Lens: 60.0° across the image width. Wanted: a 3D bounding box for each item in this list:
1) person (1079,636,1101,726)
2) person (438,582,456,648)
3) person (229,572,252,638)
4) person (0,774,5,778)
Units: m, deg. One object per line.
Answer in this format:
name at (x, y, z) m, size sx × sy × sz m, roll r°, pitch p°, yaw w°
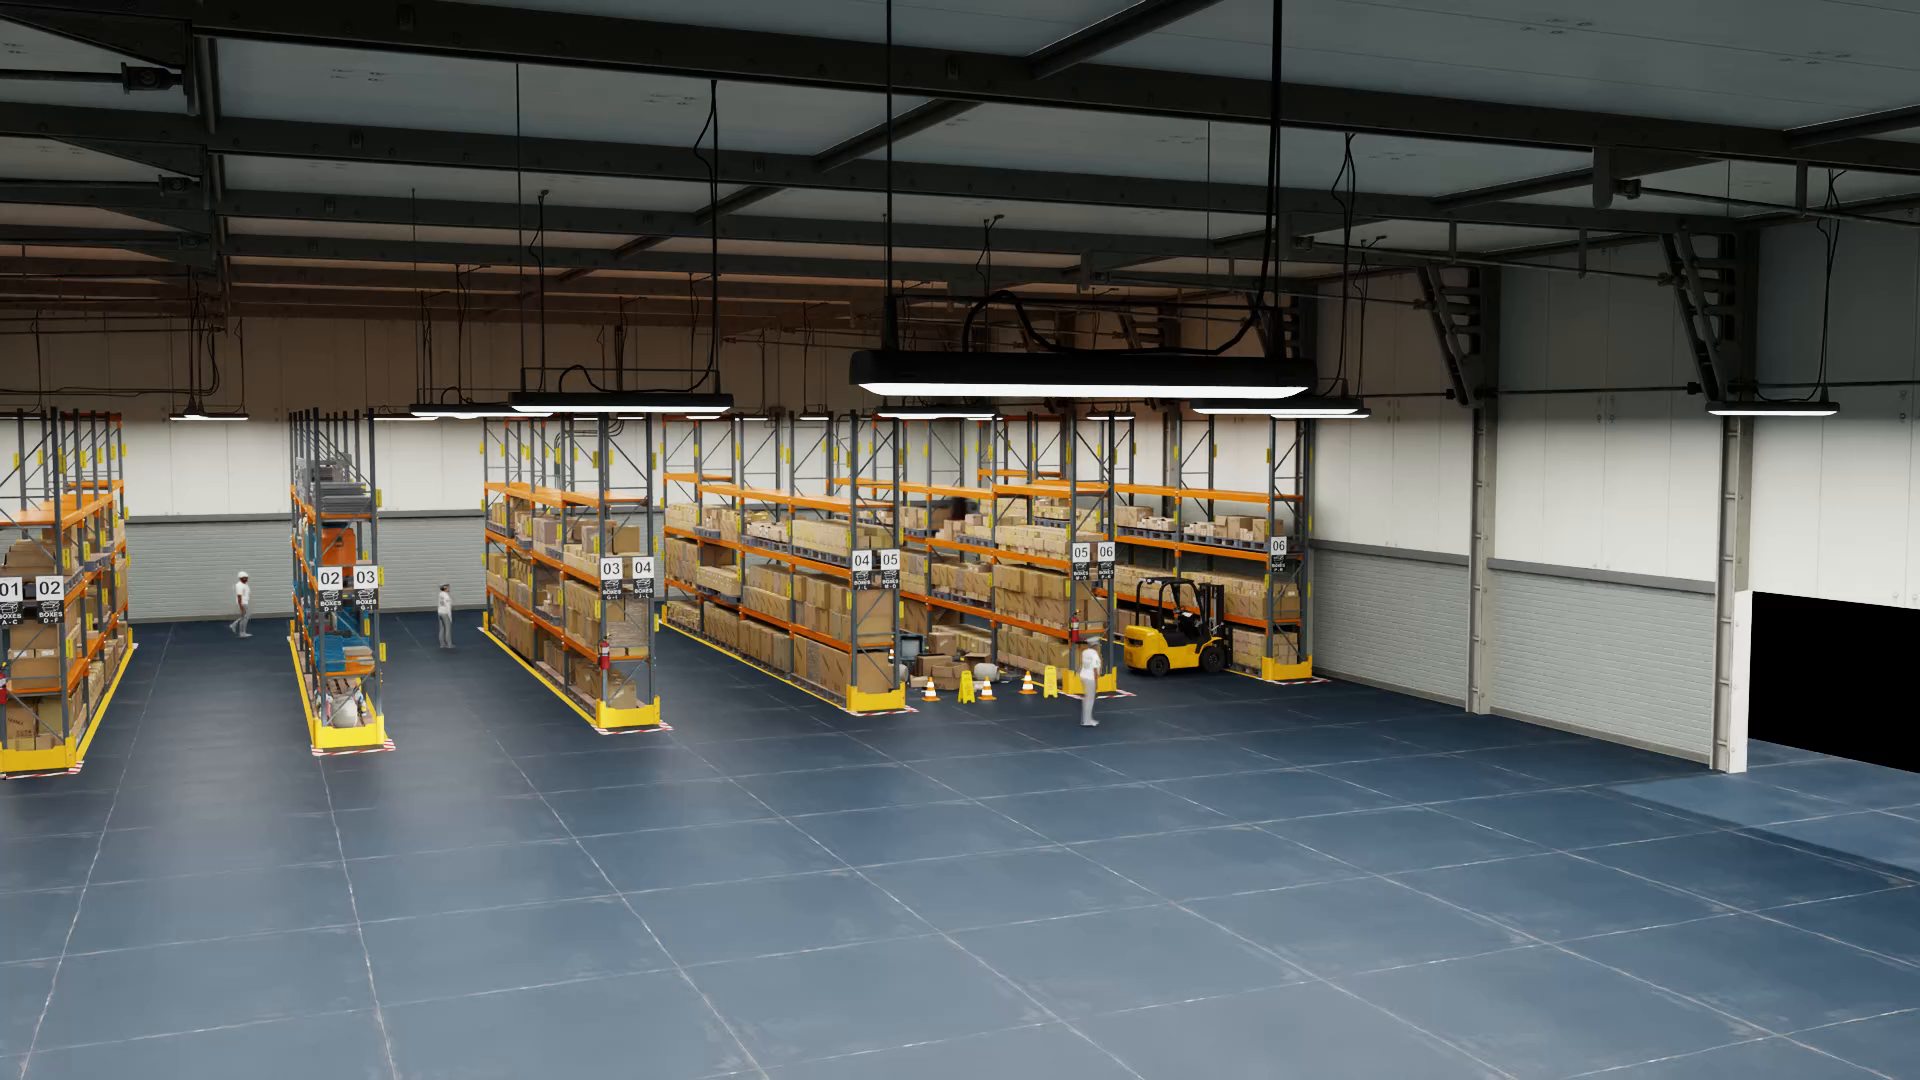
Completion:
person at (2.476, 2.678, 31.547) m, size 0.369 × 1.685 × 0.469 m, roll -2°, pitch 4°, yaw -26°
person at (-13.049, 1.914, 42.295) m, size 0.388 × 1.676 × 0.535 m, roll -3°, pitch 5°, yaw -41°
person at (-19.213, 1.722, 44.369) m, size 0.549 × 1.756 × 0.659 m, roll -2°, pitch 4°, yaw -27°
person at (-15.633, 3.063, 26.104) m, size 1.063 × 1.596 × 0.461 m, roll -2°, pitch 5°, yaw -29°
